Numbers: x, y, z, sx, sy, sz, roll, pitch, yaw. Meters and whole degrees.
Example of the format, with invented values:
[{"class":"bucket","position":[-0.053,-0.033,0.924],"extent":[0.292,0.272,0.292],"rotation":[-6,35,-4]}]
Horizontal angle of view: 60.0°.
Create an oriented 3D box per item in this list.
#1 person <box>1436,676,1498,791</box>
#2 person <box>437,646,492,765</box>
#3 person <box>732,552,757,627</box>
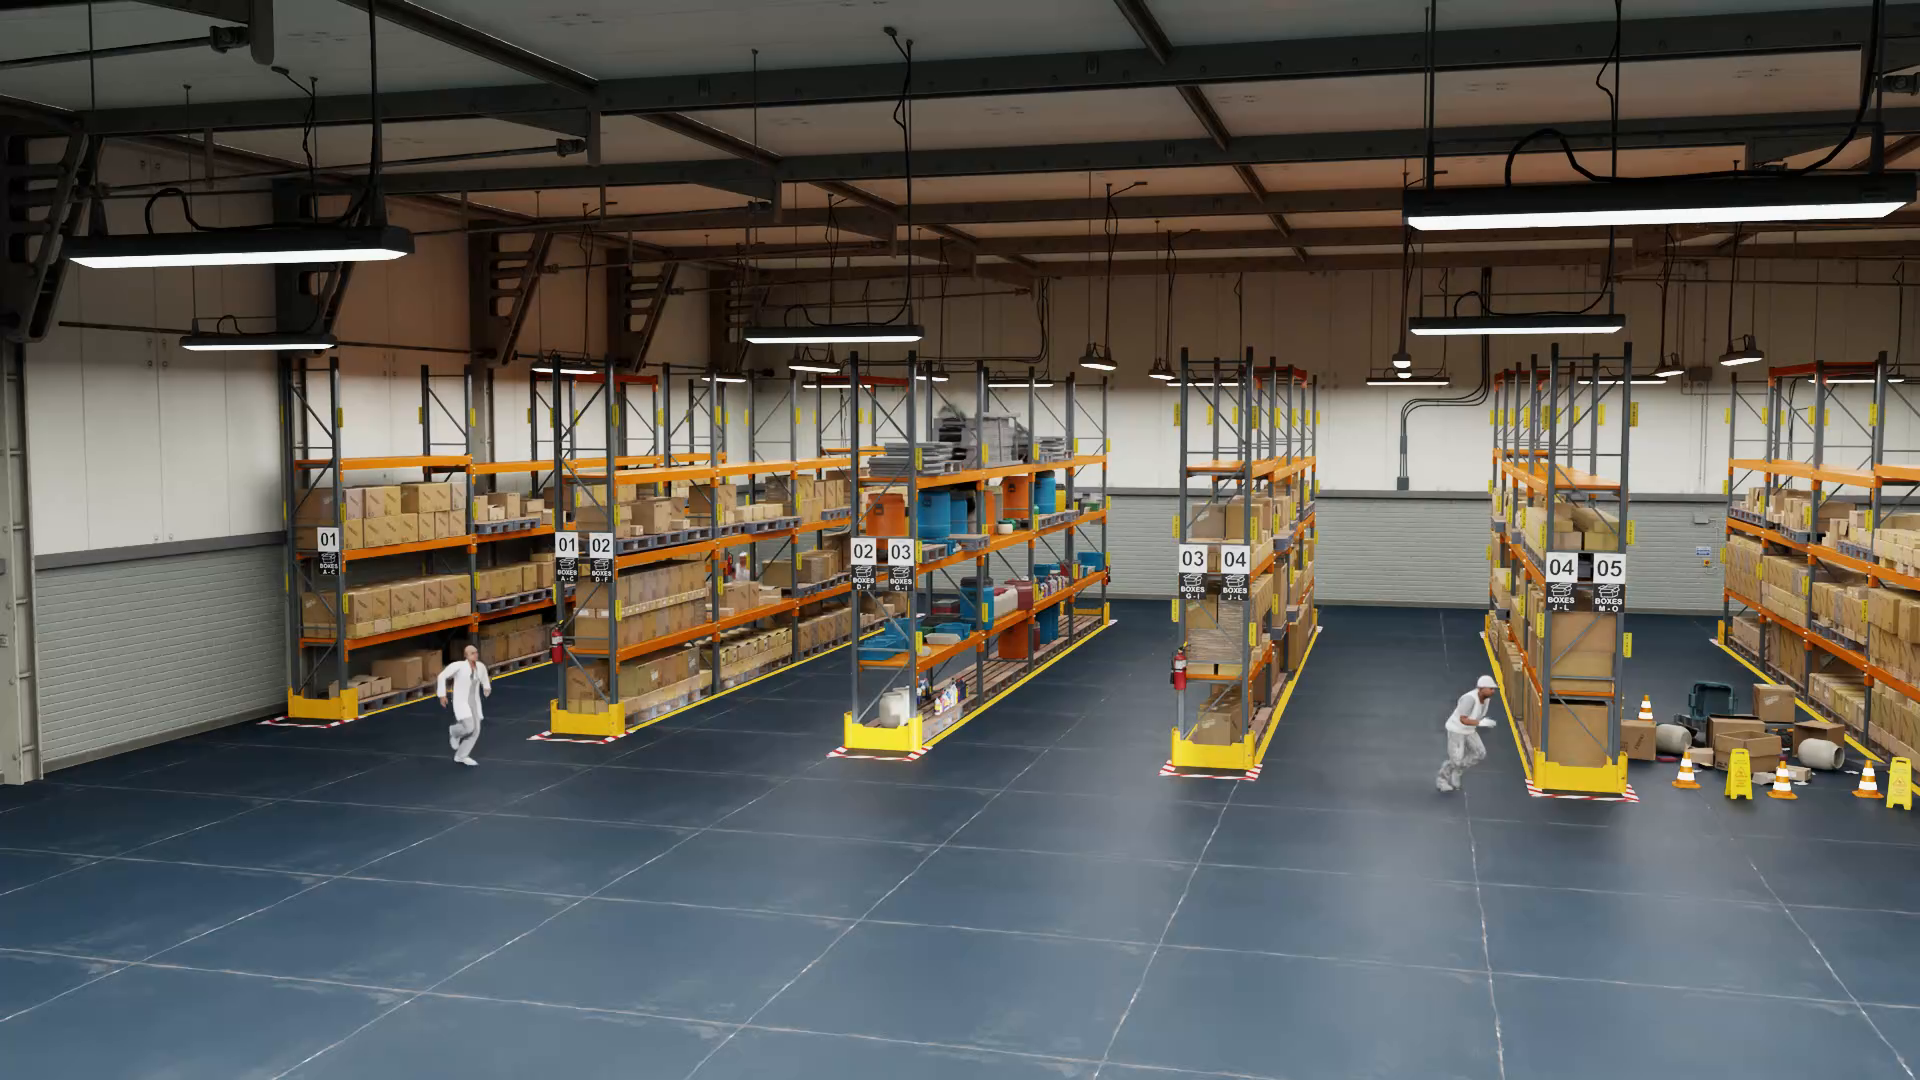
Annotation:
[{"class":"person","position":[6.783,2.569,22.106],"extent":[0.721,1.602,0.914],"rotation":[-4,6,-42]},{"class":"person","position":[-7.128,2.390,24.055],"extent":[0.717,1.730,0.758],"rotation":[3,5,40]},{"class":"person","position":[-5.204,1.169,40.174],"extent":[0.634,1.771,0.953],"rotation":[0,4,5]}]
